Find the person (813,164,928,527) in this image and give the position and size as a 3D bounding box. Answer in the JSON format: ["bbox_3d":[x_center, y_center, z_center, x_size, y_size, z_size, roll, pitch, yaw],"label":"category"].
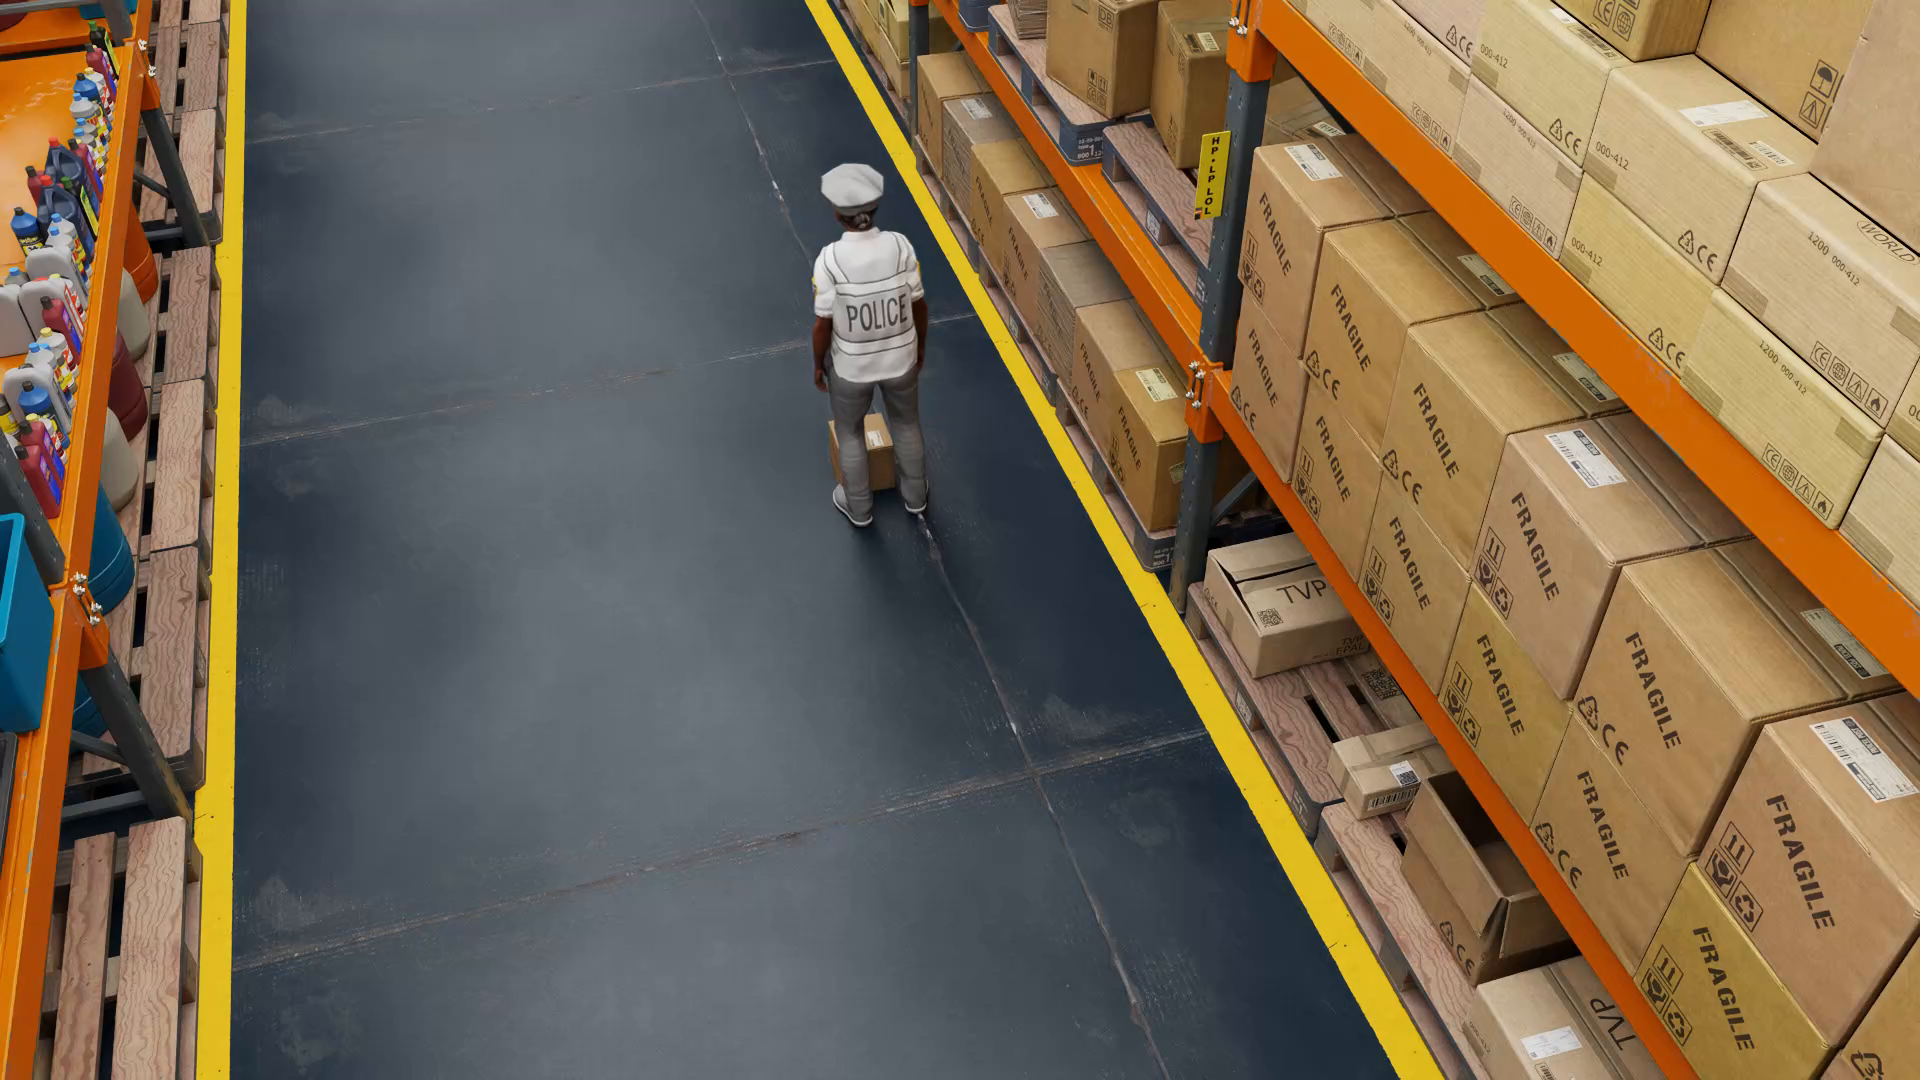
[{"bbox_3d":[-0.369,-0.766,6.998,0.512,1.657,0.399,-12,44,-13],"label":"person"}]
